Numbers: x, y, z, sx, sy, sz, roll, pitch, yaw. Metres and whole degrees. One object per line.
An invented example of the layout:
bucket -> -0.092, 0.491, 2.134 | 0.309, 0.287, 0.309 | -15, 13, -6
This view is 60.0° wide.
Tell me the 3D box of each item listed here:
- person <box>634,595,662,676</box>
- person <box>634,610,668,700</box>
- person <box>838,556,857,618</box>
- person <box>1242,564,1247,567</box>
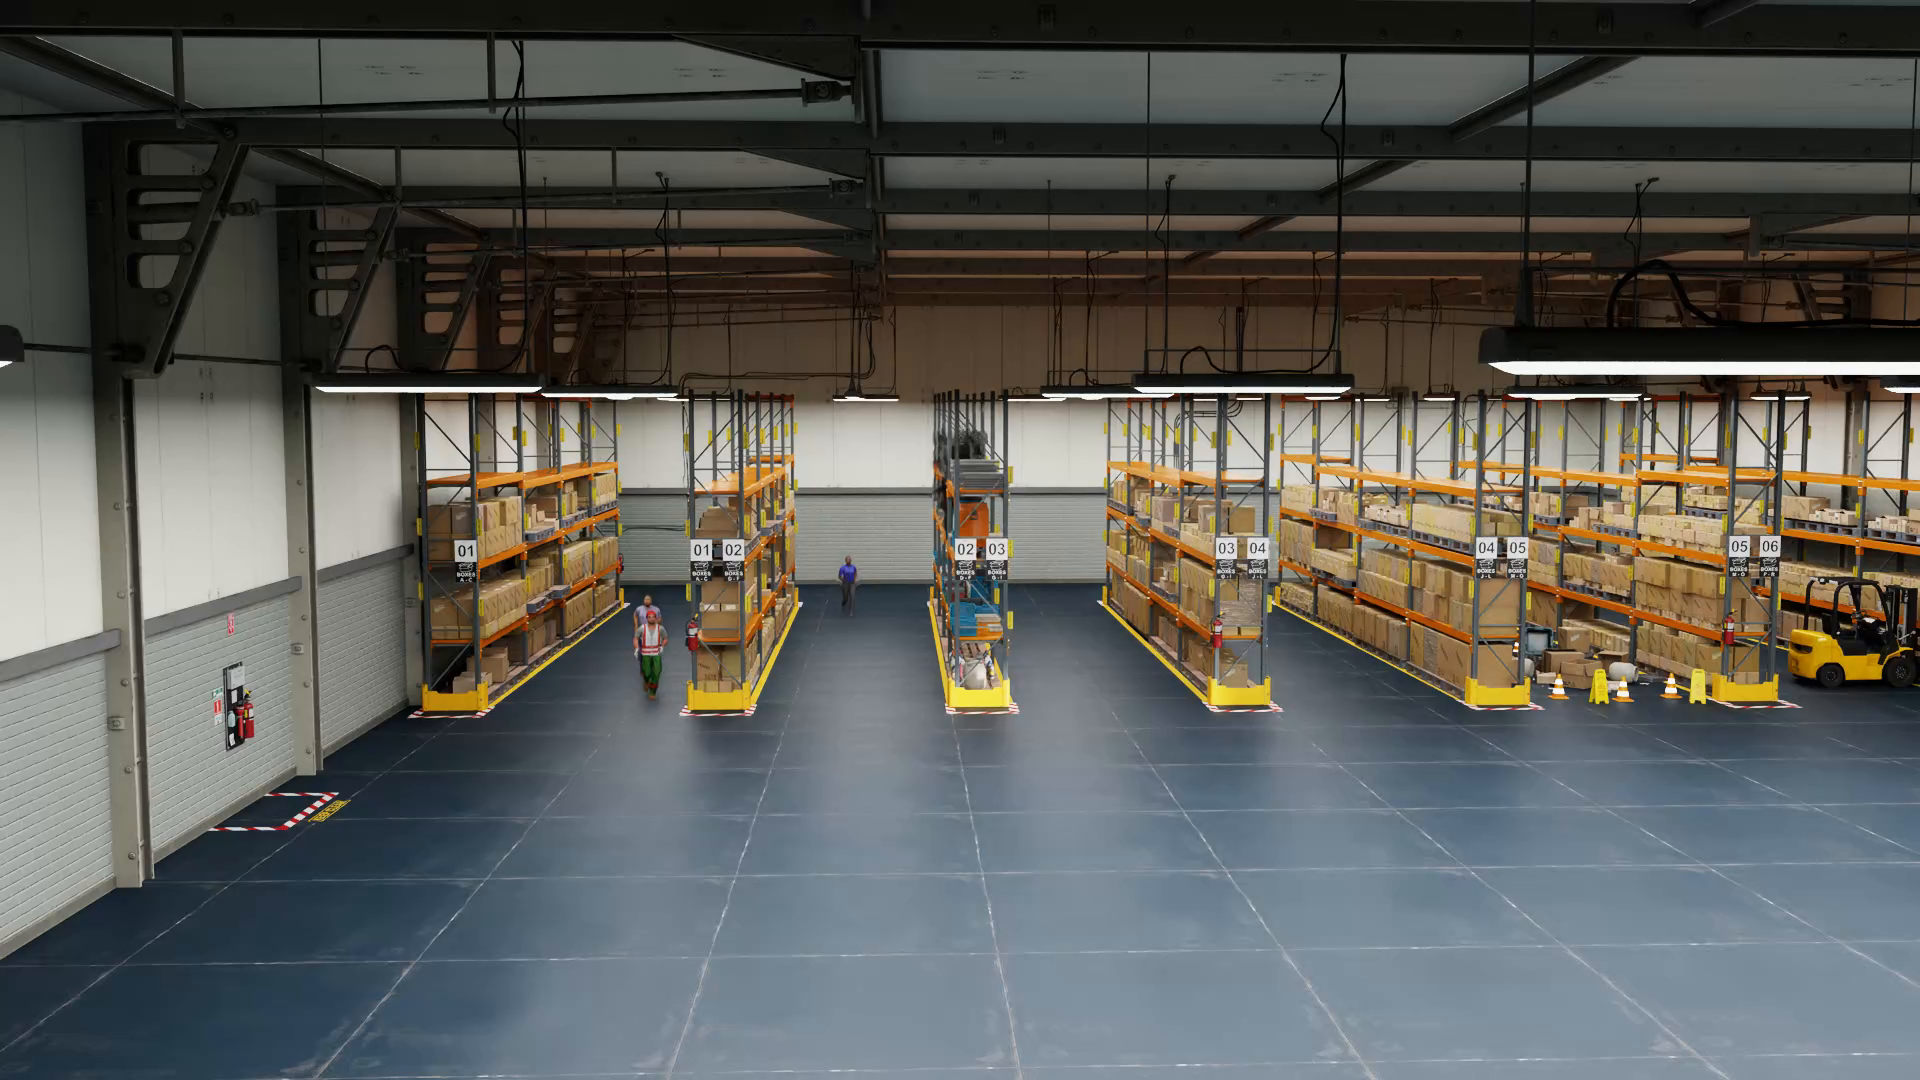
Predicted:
person -> -6.657, 2.011, 35.463 | 0.582, 1.708, 0.775 | -1, 5, -11
person -> -5.988, 2.226, 32.291 | 0.662, 1.739, 0.598 | -1, 5, -14
person -> -3.011, 1.250, 44.904 | 0.579, 1.649, 0.843 | -2, 5, -20
person -> 7.911, 1.046, 47.187 | 0.703, 1.710, 0.546 | 1, 5, 16
